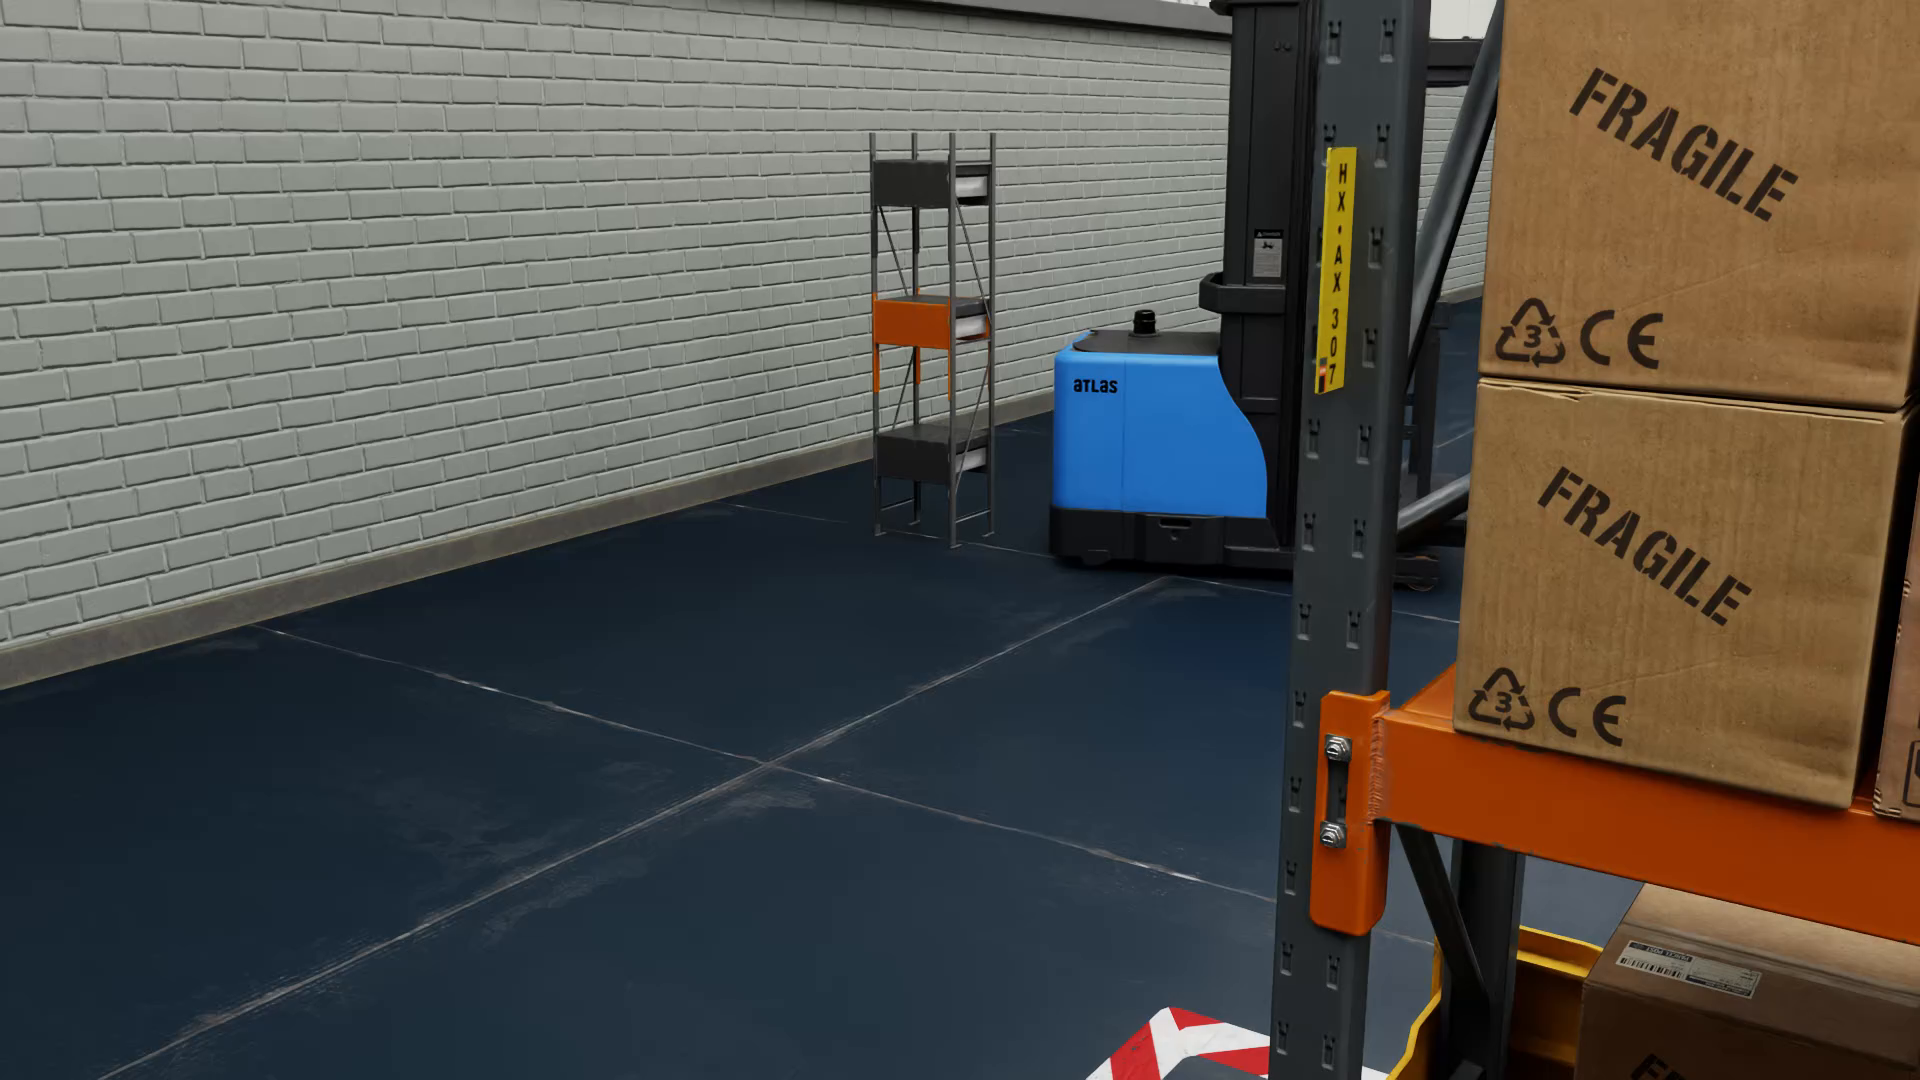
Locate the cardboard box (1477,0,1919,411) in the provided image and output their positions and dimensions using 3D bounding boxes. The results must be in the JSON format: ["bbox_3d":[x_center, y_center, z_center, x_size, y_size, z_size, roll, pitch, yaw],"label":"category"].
[{"bbox_3d":[1.033,-0.474,2.206,0.500,0.500,0.500,10,17,34],"label":"cardboard box"}]

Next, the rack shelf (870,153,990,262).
[{"bbox_3d":[-0.137,-1.708,8.496,0.480,0.518,0.431,9,17,33],"label":"rack shelf"}]

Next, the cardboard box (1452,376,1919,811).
[{"bbox_3d":[1.033,0.012,2.326,0.500,0.500,0.500,10,17,34],"label":"cardboard box"}]

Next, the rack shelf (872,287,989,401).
[{"bbox_3d":[-0.137,-1.028,8.664,0.480,0.518,0.431,9,17,33],"label":"rack shelf"}]

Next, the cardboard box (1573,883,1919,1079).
[{"bbox_3d":[1.401,0.972,2.942,0.500,0.500,0.500,9,17,33],"label":"cardboard box"}]

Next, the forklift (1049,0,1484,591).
[{"bbox_3d":[2.018,-1.321,8.061,3.031,2.935,1.130,3,14,12],"label":"forklift"}]

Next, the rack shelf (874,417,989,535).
[{"bbox_3d":[-0.137,-0.349,8.832,0.480,0.518,0.431,9,17,33],"label":"rack shelf"}]

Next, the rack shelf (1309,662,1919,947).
[{"bbox_3d":[2.472,0.565,1.794,4.000,0.370,1.077,9,17,33],"label":"rack shelf"}]

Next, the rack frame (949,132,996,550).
[{"bbox_3d":[0.065,-1.009,8.528,0.015,2.100,0.400,9,17,33],"label":"rack frame"}]

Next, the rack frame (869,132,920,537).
[{"bbox_3d":[-0.340,-1.074,8.793,0.015,2.100,0.400,9,17,33],"label":"rack frame"}]

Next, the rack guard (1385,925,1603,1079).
[{"bbox_3d":[0.875,1.172,3.050,0.348,0.500,1.175,9,17,33],"label":"rack guard"}]

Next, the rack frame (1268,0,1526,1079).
[{"bbox_3d":[0.811,-0.051,2.788,0.053,2.616,0.949,9,17,33],"label":"rack frame"}]

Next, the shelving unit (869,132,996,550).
[{"bbox_3d":[-0.137,-1.041,8.661,0.503,2.100,0.431,9,17,33],"label":"shelving unit"}]

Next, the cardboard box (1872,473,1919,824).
[{"bbox_3d":[1.465,0.080,2.051,0.500,0.500,0.500,9,17,32],"label":"cardboard box"}]

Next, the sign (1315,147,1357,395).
[{"bbox_3d":[0.510,-0.364,2.250,0.005,0.325,0.100,9,17,33],"label":"sign"}]
